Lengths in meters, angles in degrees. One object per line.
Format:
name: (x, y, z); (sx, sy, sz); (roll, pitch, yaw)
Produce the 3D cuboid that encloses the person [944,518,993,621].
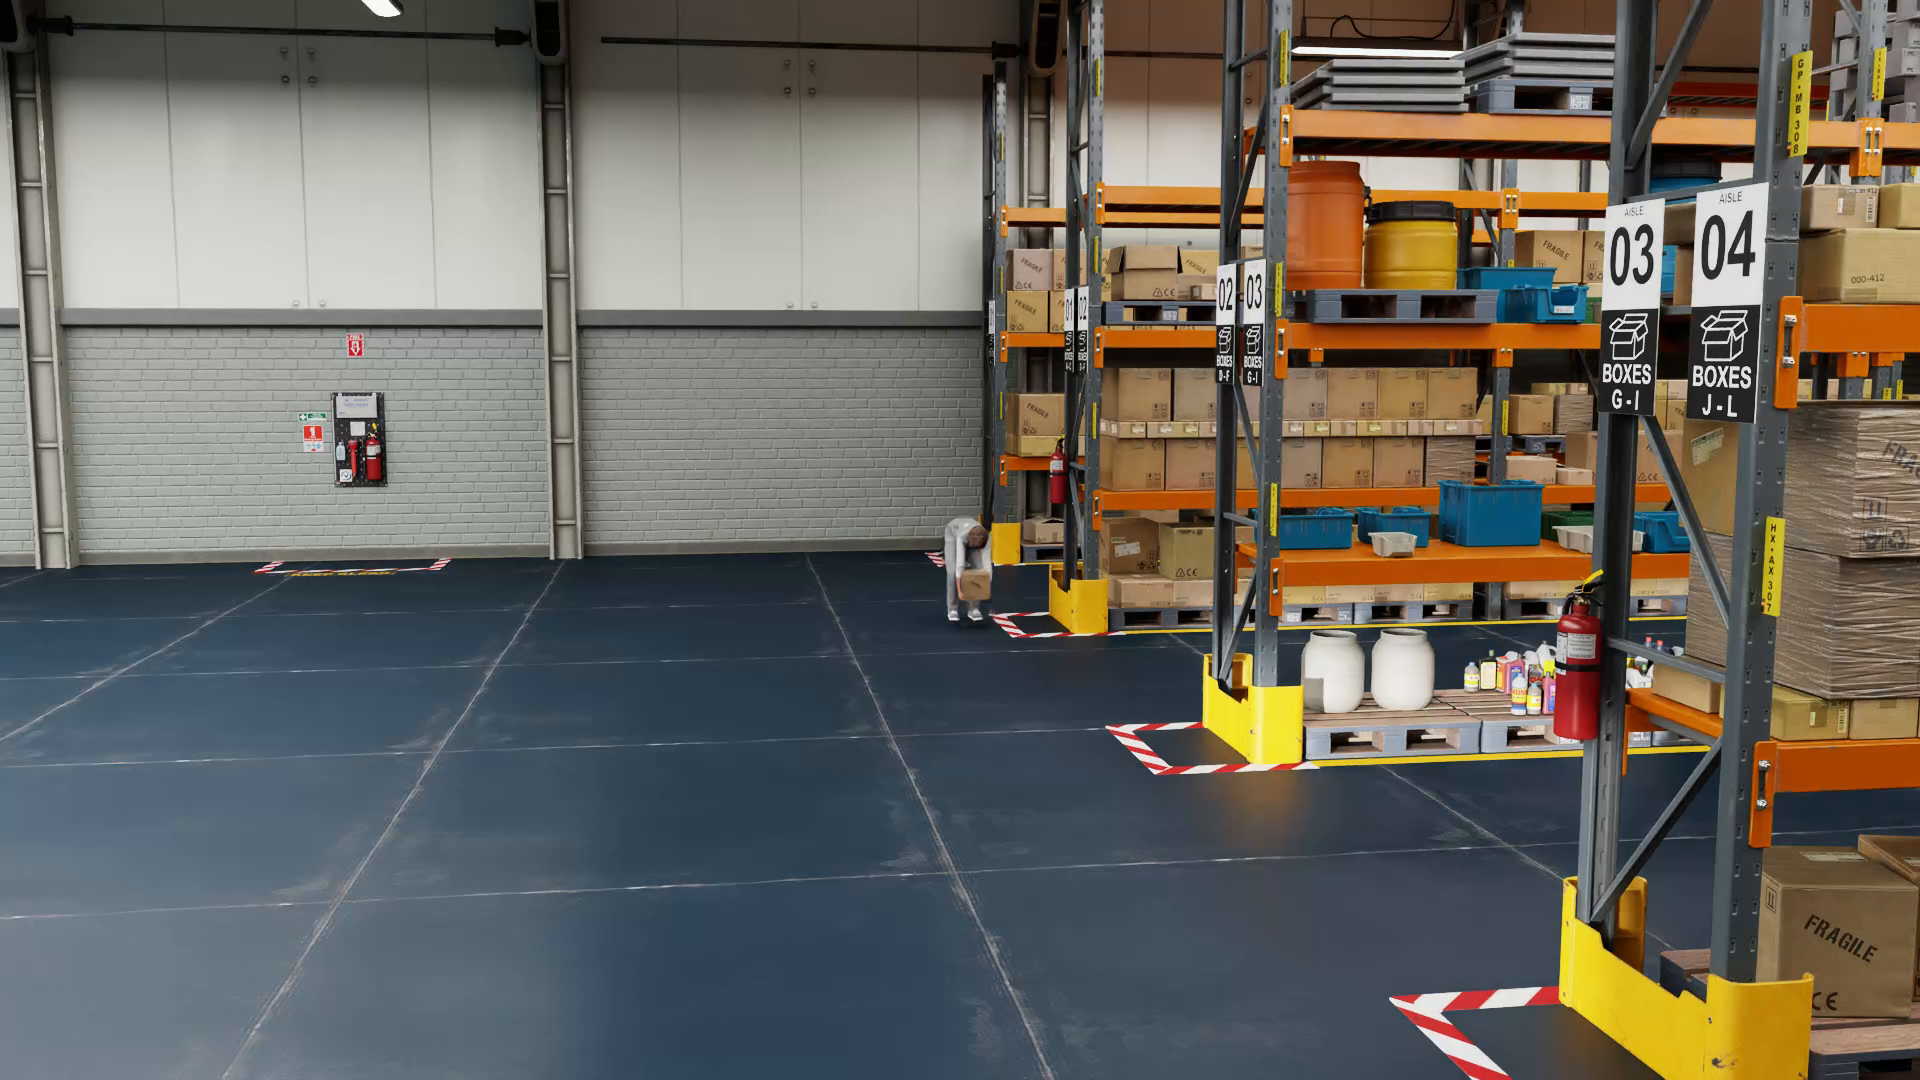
person: (0.092, 0.302, 16.013); (0.391, 1.001, 0.871); (-2, 7, -15)
